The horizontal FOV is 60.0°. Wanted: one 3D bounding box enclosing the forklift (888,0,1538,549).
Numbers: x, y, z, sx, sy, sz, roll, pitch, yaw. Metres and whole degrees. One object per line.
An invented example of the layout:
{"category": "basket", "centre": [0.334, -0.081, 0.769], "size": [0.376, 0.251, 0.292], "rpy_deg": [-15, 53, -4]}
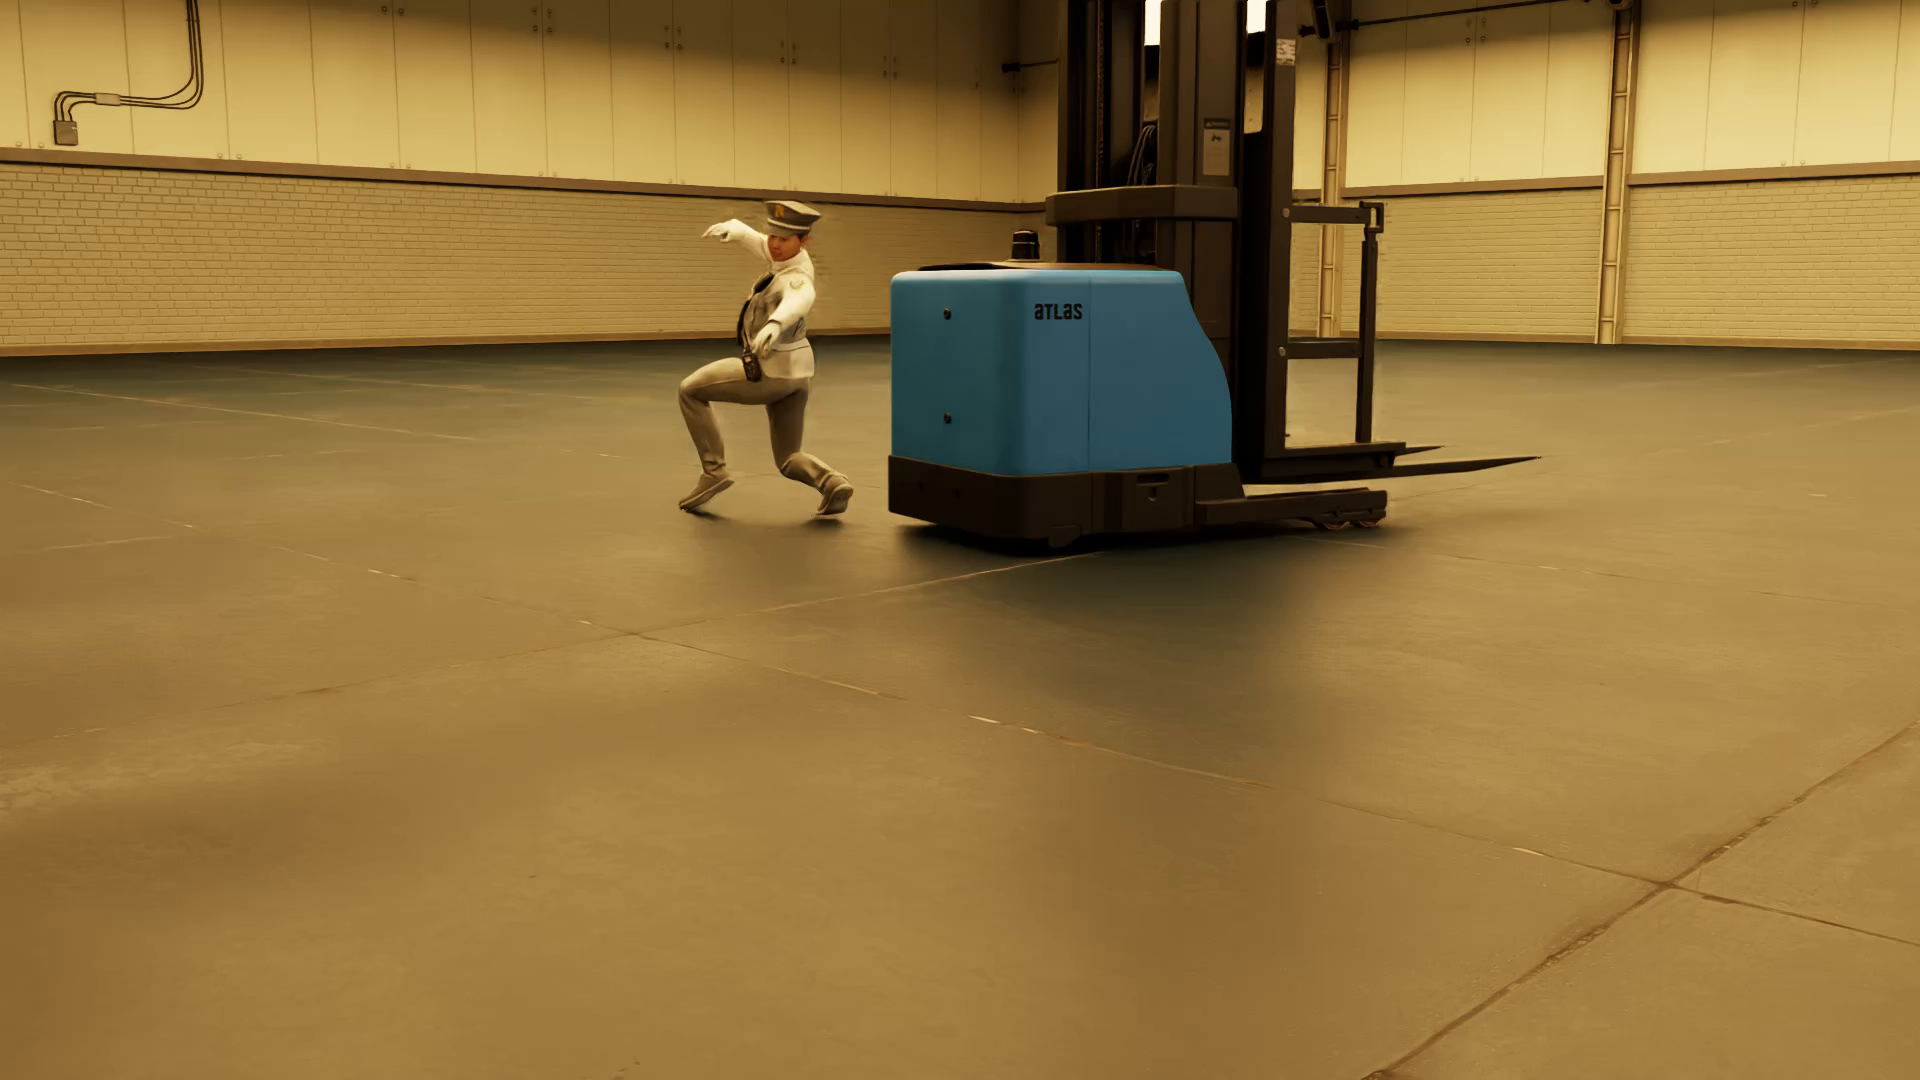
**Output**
{"category": "forklift", "centre": [1.234, -1.551, 7.174], "size": [3.031, 2.935, 1.130], "rpy_deg": [-5, 10, -29]}

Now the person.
{"category": "person", "centre": [-0.940, -0.760, 7.127], "size": [0.926, 1.377, 0.893], "rpy_deg": [4, 9, 22]}
